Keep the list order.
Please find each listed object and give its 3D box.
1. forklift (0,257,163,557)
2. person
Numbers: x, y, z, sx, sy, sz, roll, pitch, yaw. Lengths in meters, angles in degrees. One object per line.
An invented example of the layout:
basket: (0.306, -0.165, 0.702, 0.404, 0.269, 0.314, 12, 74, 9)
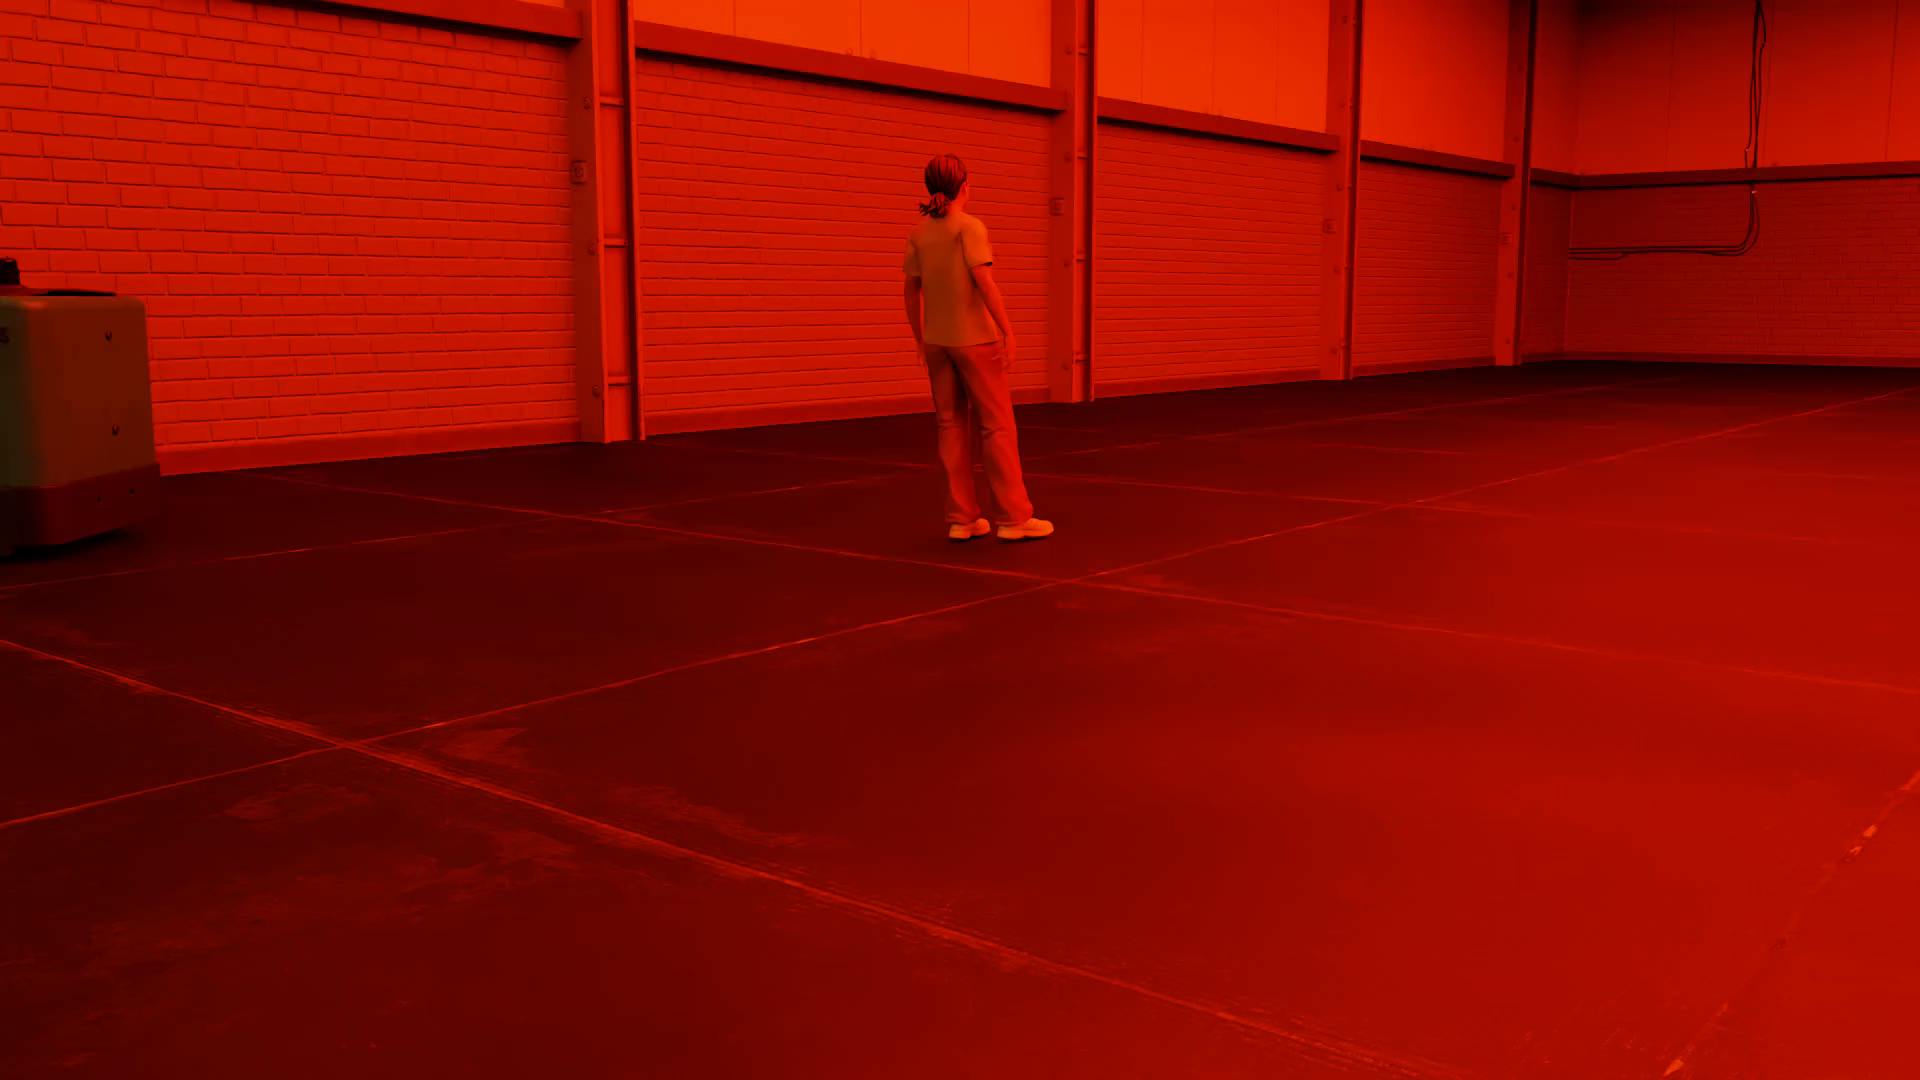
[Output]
forklift: (-5.185, -1.424, 7.012, 3.031, 2.935, 1.130, 0, 8, -1)
person: (0.055, -0.843, 7.332, 0.555, 1.675, 0.549, 7, 11, 38)
